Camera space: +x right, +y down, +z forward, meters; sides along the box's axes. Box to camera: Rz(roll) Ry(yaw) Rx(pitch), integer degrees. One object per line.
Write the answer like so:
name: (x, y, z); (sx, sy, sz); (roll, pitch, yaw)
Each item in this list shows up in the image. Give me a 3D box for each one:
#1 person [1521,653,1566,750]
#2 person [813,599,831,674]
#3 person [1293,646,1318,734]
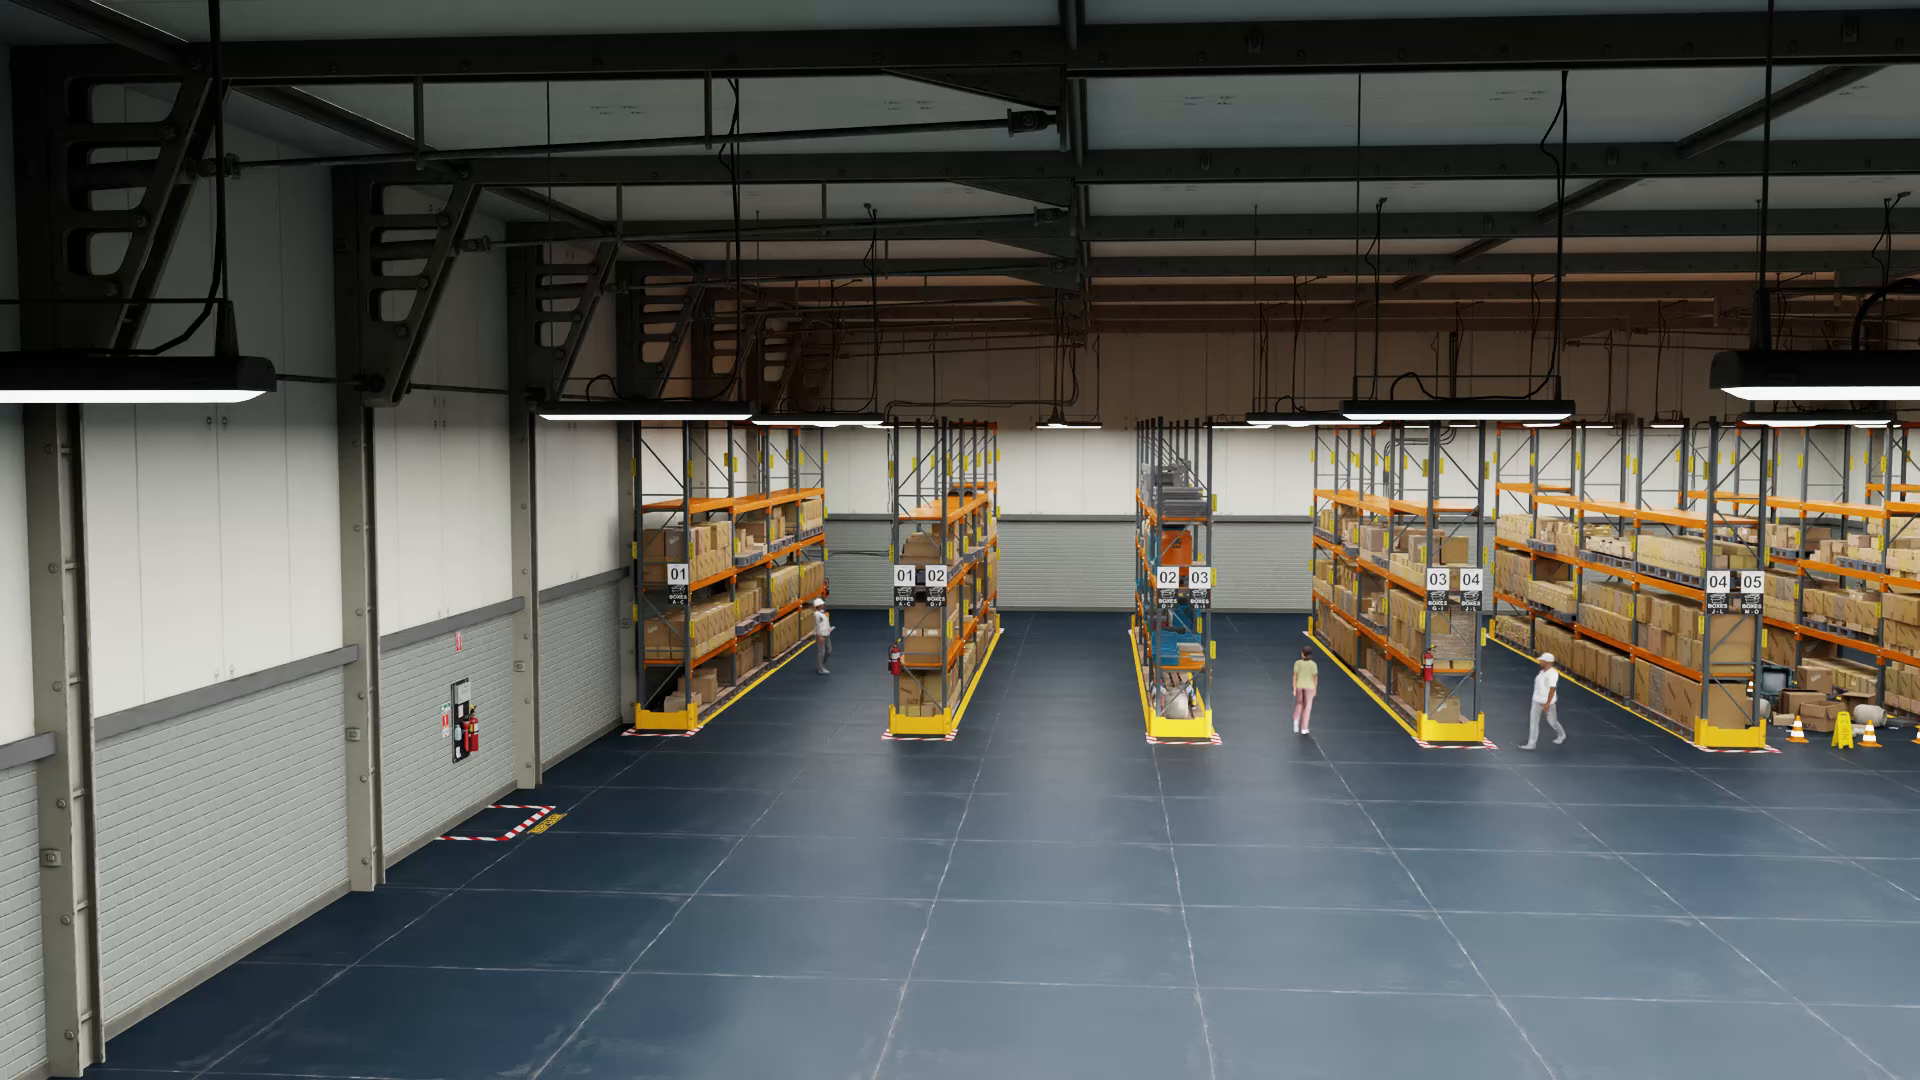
person: (10.565, 2.903, 29.967); (1.003, 1.740, 0.494); (-3, 5, -43)
person: (-3.266, 2.276, 39.437); (0.487, 1.784, 0.607); (1, 4, 18)
person: (6.512, 2.826, 31.364); (0.445, 1.664, 0.485); (2, 4, 33)
